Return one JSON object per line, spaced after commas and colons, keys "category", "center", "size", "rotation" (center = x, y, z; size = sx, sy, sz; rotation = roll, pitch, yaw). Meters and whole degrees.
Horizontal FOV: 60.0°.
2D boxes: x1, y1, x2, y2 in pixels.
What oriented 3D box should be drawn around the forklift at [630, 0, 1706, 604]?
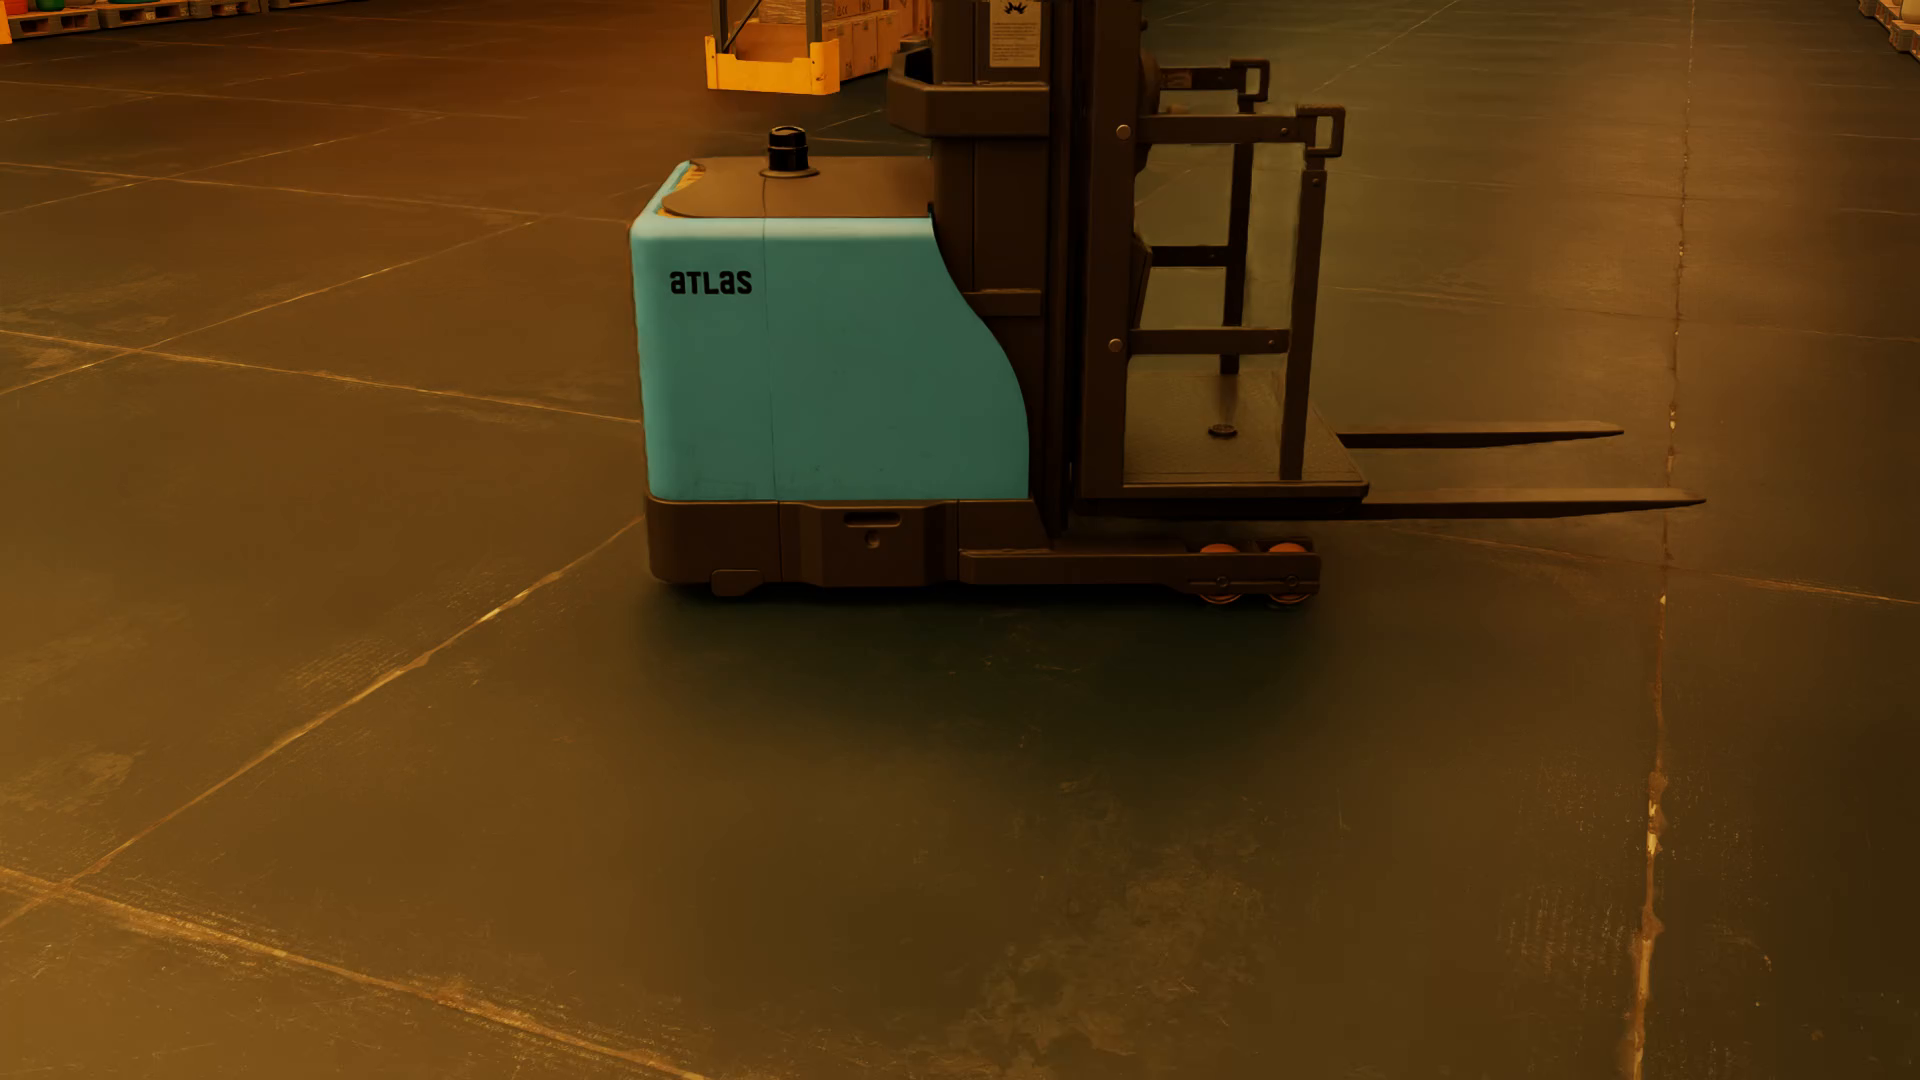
{"category": "forklift", "center": [0.631, -1.378, 4.588], "size": [3.031, 2.935, 1.130], "rotation": [0, 23, -1]}
